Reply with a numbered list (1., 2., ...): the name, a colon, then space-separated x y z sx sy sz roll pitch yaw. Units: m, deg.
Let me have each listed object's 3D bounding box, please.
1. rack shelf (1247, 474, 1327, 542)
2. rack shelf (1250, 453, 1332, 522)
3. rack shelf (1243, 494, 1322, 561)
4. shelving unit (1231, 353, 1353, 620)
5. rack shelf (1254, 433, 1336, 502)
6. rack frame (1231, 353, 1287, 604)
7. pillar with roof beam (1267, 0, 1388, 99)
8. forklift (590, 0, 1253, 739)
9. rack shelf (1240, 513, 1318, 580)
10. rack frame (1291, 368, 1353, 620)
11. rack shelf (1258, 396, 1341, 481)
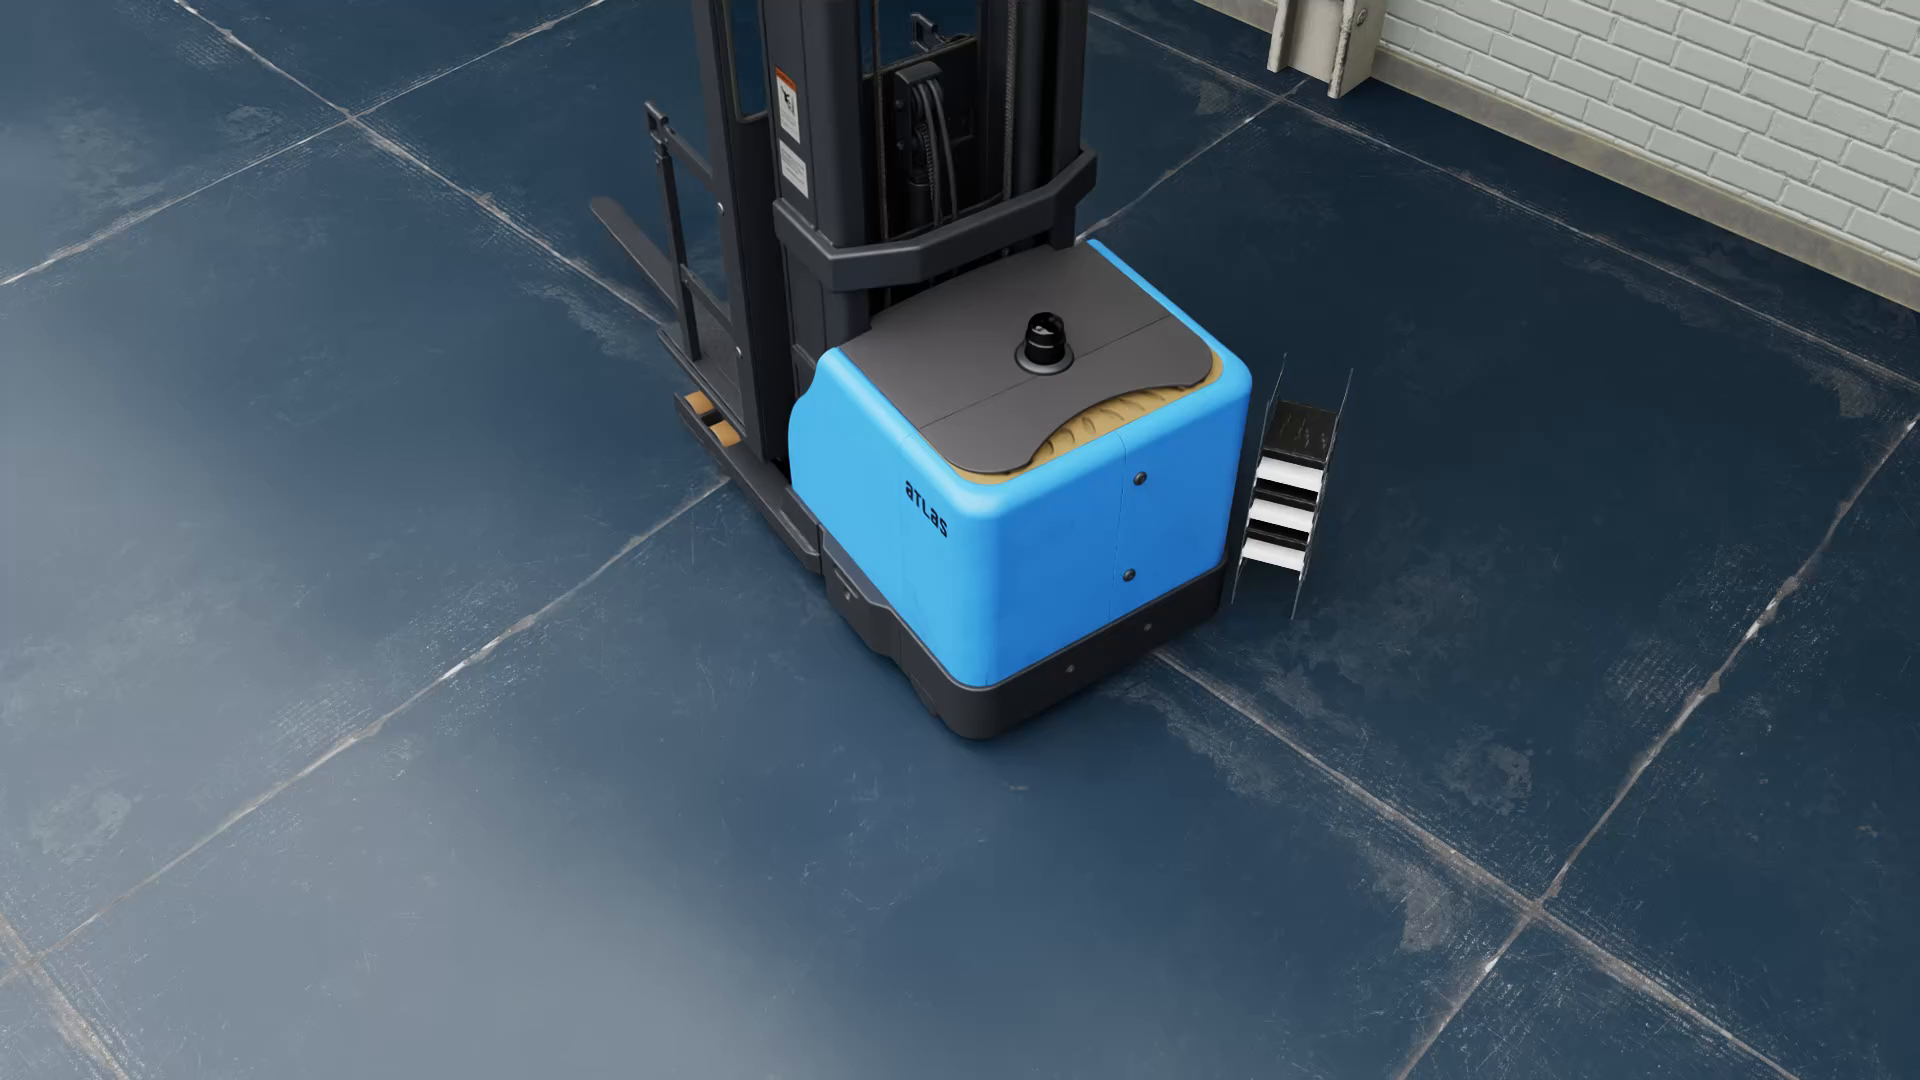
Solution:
1. rack shelf: 1.044 -0.129 5.300 0.200 0.077 0.258 15 49 13
2. rack shelf: 1.044 -0.191 5.234 0.200 0.077 0.258 15 49 13
3. rack shelf: 1.044 -0.067 5.365 0.200 0.077 0.258 15 49 13
4. shelving unit: 1.044 -0.152 5.275 0.210 0.900 0.258 15 49 13
5. rack shelf: 1.044 -0.252 5.168 0.200 0.077 0.258 15 49 13
6. rack frame: 0.948 -0.177 5.299 0.006 0.900 0.240 15 49 13
7. pillar with roof beam: -1.226 -2.982 2.377 0.400 9.000 9.100 34 55 28
8. forklift: -0.381 -1.445 5.096 1.130 2.935 3.031 -26 52 -22
9. rack shelf: 1.044 -0.006 5.431 0.200 0.077 0.258 15 49 13
10. rack frame: 1.139 -0.127 5.252 0.006 0.900 0.240 15 49 13
11. rack shelf: 1.044 -0.314 5.103 0.200 0.077 0.258 15 49 13
